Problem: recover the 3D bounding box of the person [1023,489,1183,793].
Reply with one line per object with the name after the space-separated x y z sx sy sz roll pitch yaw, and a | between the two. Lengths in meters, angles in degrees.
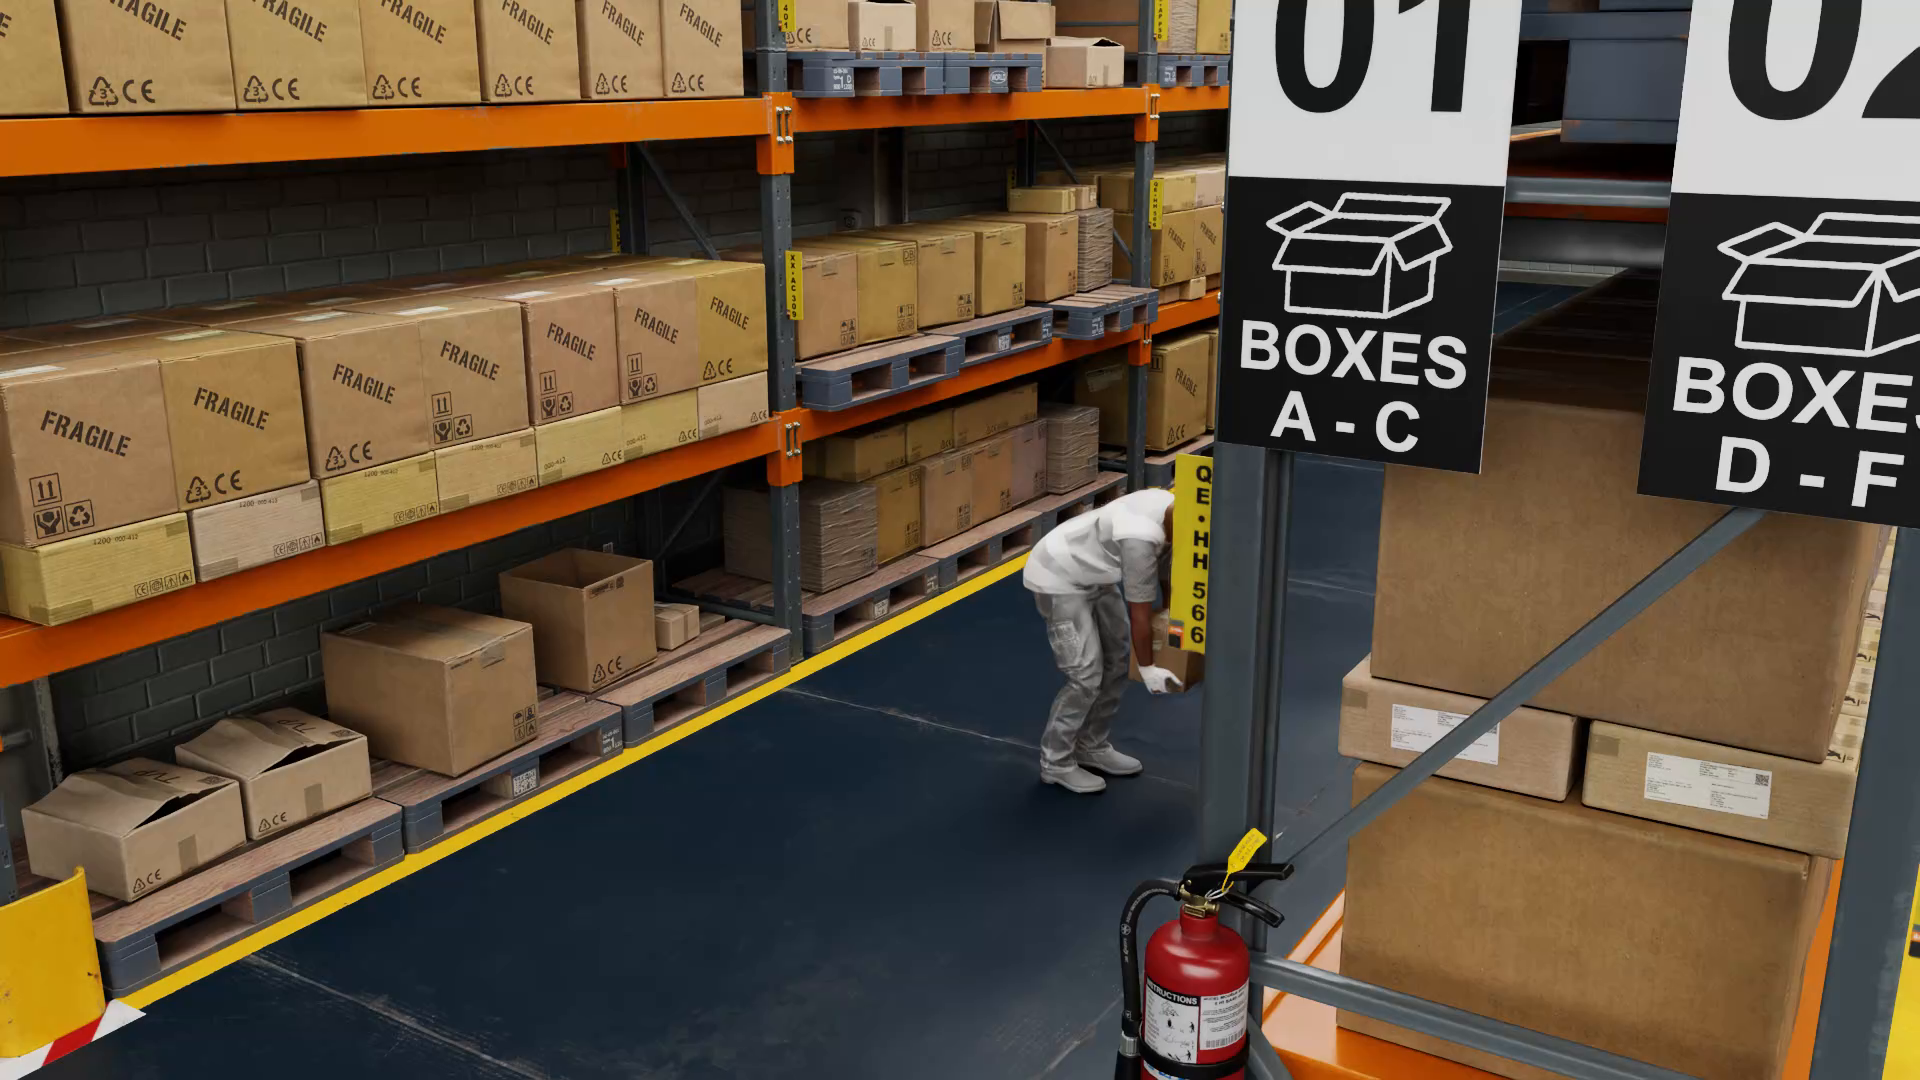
0.707 0.365 6.918 0.896 1.397 0.499 9 18 29 | person
